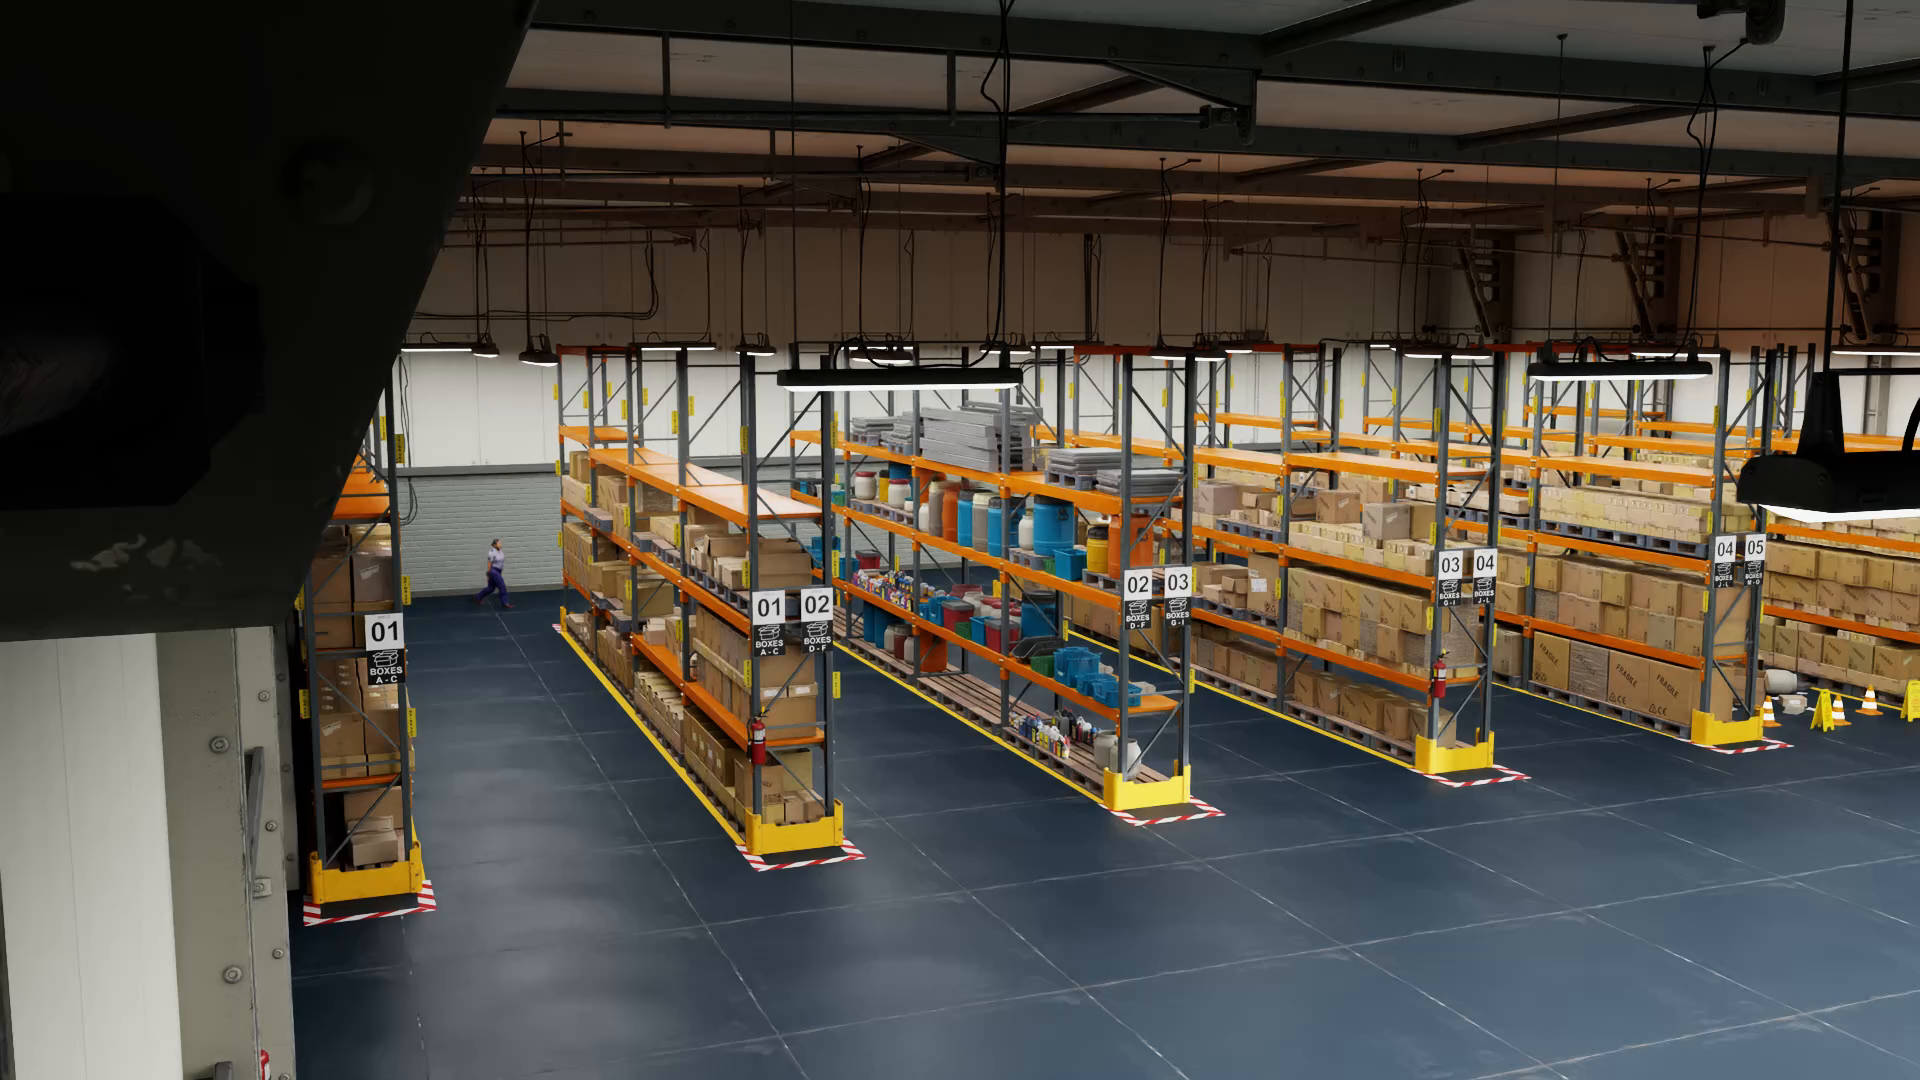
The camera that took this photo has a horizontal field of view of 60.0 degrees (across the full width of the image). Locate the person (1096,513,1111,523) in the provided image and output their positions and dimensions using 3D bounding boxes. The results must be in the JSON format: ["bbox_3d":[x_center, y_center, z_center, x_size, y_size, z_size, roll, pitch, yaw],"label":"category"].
[{"bbox_3d":[3.767,0.007,42.874,0.595,1.721,1.064,-2,8,-18],"label":"person"}]

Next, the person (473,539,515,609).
[{"bbox_3d":[-10.569,0.751,37.701,0.989,1.590,0.483,0,7,0],"label":"person"}]
